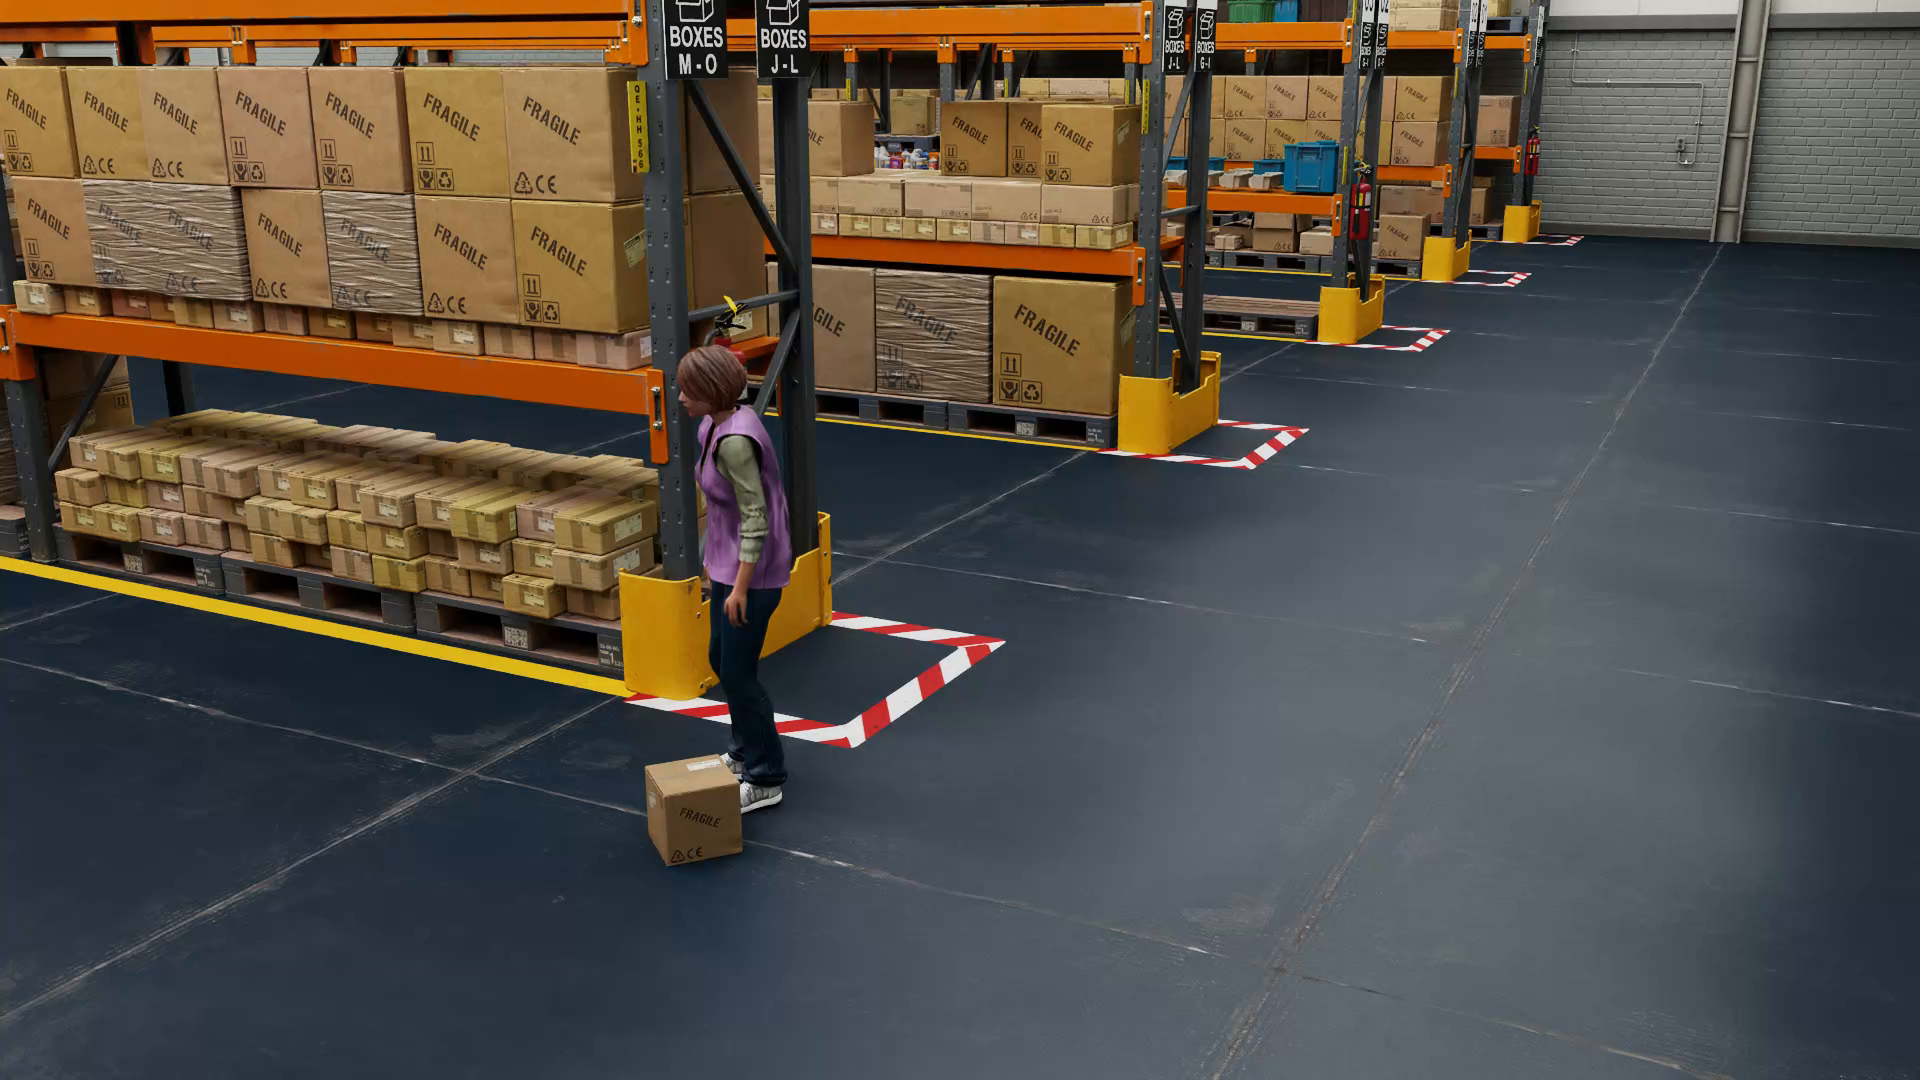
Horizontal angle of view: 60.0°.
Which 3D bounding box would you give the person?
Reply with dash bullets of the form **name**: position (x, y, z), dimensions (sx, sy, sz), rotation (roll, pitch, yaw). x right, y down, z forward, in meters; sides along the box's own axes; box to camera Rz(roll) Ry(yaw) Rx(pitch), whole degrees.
- **person**: position (-0.749, 0.137, 5.597), dimensions (0.347, 1.581, 0.465), rotation (-5, 17, -17)
